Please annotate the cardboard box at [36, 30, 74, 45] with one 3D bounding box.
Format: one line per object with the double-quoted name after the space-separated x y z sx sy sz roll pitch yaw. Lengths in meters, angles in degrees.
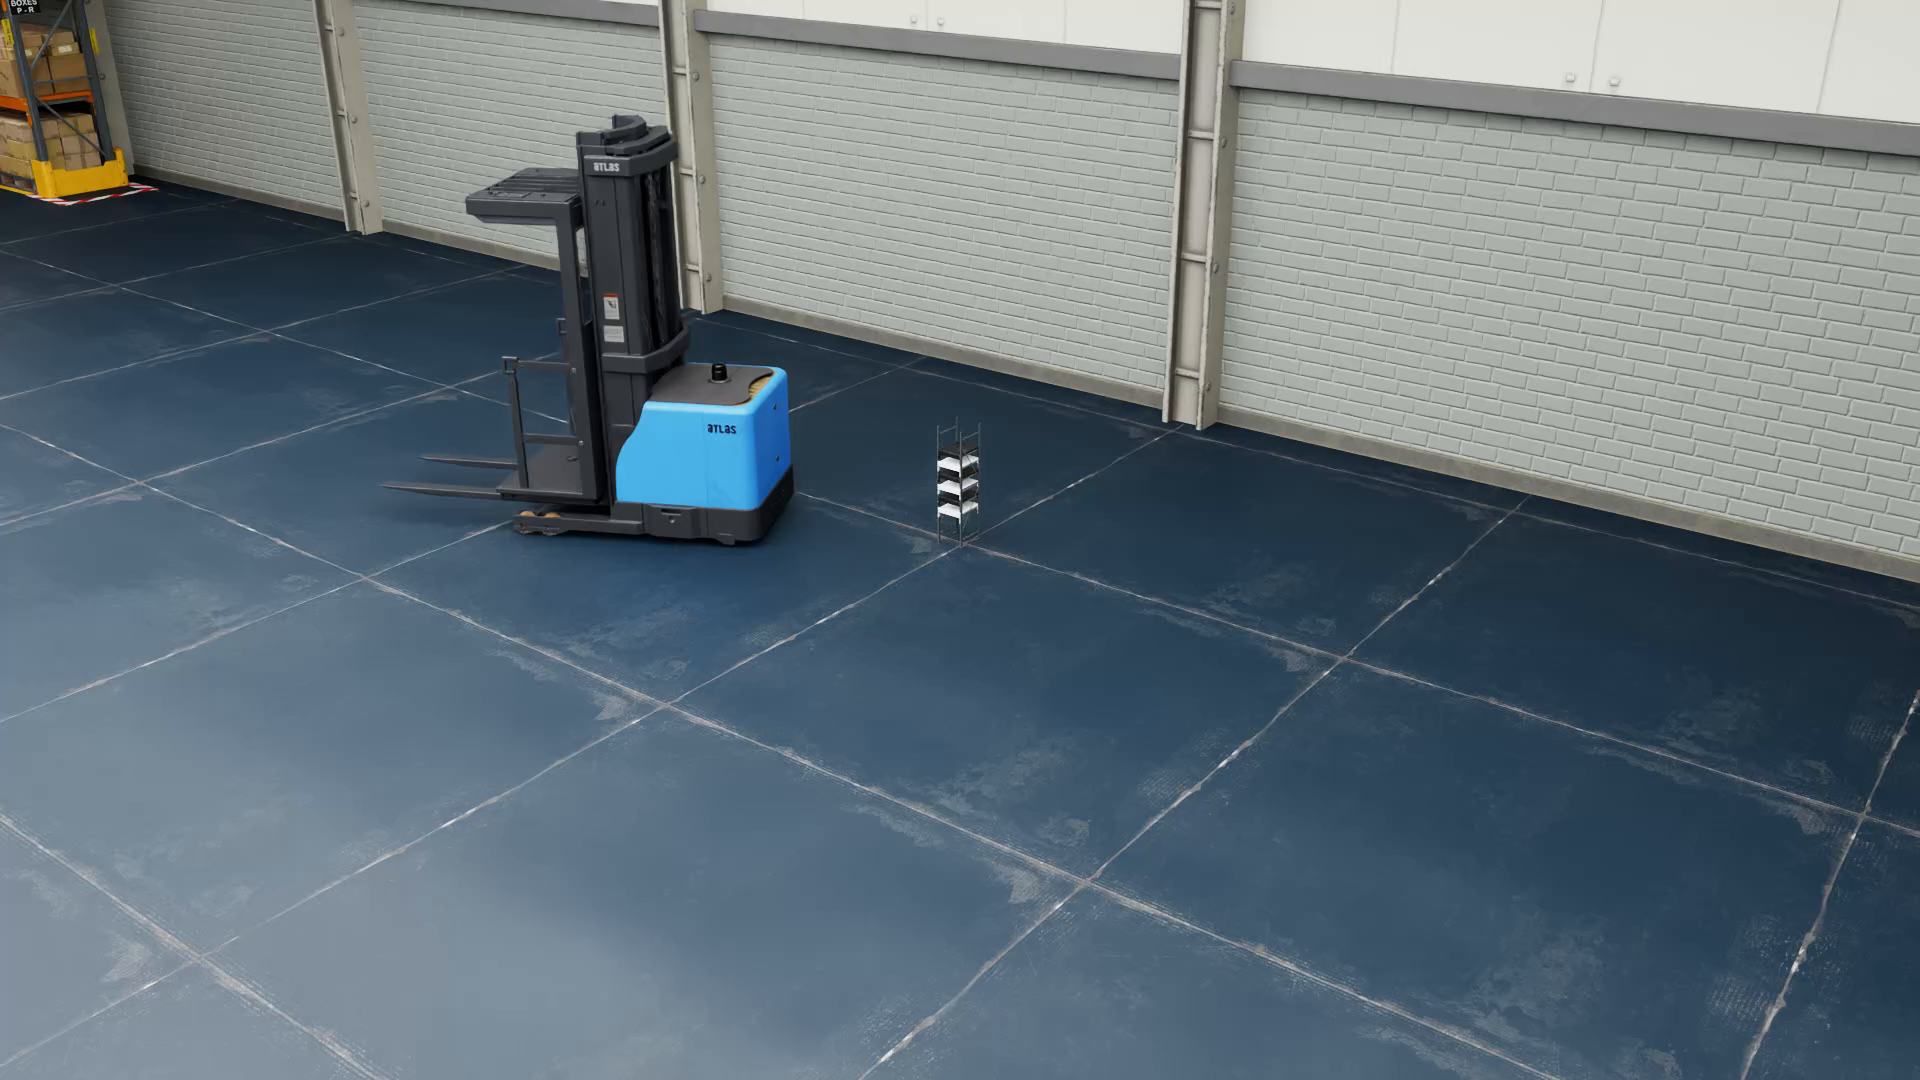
-12.505 -6.941 22.987 0.250 0.149 0.380 16 28 32 "cardboard box"

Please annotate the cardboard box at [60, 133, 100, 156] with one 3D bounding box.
-12.616 -5.656 23.636 0.500 0.250 0.500 17 29 34 "cardboard box"

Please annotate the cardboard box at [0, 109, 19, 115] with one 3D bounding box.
-13.741 -5.955 23.695 0.500 0.250 0.500 17 29 34 "cardboard box"

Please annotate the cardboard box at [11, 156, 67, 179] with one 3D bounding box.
-12.929 -5.258 23.353 0.500 0.250 0.500 17 29 34 "cardboard box"

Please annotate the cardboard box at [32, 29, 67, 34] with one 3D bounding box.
-12.680 -7.026 23.179 0.250 0.149 0.380 18 29 35 "cardboard box"

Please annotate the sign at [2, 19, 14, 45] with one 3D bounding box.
-12.700 -6.779 22.186 0.005 0.325 0.100 17 29 33 "sign"

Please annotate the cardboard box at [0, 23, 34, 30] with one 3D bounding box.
-13.479 -7.291 23.779 0.250 0.149 0.380 16 28 32 "cardboard box"

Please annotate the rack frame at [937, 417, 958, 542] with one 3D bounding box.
-0.088 -0.438 12.129 0.006 0.900 0.240 17 29 33 "rack frame"

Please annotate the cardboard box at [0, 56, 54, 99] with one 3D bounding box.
-12.915 -6.393 22.915 0.500 0.500 0.500 16 28 32 "cardboard box"

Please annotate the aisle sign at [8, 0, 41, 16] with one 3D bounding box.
-12.488 -7.392 22.082 0.004 0.787 0.394 17 29 33 "aisle sign"

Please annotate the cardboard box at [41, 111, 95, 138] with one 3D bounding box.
-12.635 -5.881 23.528 0.500 0.250 0.500 16 29 33 "cardboard box"

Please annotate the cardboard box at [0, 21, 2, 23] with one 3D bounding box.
-13.939 -7.388 23.999 0.250 0.149 0.380 18 29 35 "cardboard box"

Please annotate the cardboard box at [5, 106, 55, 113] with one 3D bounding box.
-13.431 -6.125 24.081 0.500 0.250 0.500 17 29 33 "cardboard box"

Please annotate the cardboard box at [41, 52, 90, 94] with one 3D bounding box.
-12.594 -6.568 23.312 0.500 0.500 0.500 18 29 35 "cardboard box"

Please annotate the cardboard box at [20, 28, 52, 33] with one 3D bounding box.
-12.913 -7.075 23.290 0.250 0.149 0.380 17 29 34 "cardboard box"

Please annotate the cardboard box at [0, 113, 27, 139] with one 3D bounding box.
-13.332 -5.836 23.425 0.500 0.250 0.500 17 29 34 "cardboard box"

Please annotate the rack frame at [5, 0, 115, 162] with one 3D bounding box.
-12.364 -6.313 22.857 0.127 3.000 1.000 17 29 33 "rack frame"

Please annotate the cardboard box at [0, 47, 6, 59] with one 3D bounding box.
-13.032 -6.701 22.810 0.250 0.149 0.380 17 29 34 "cardboard box"

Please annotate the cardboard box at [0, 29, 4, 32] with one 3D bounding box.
-13.373 -6.998 23.116 0.250 0.149 0.380 17 29 34 "cardboard box"

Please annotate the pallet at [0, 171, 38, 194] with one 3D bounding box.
-13.001 -5.208 23.808 1.213 0.211 1.003 17 29 33 "pallet"

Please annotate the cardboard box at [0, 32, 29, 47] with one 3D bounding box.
-12.993 -6.860 22.801 0.250 0.149 0.380 17 29 33 "cardboard box"

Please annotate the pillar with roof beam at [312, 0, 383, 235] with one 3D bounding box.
-10.161 -6.677 16.244 0.400 9.000 9.100 17 29 33 "pillar with roof beam"

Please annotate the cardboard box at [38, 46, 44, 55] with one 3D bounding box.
-12.715 -6.860 23.171 0.250 0.149 0.380 17 29 33 "cardboard box"

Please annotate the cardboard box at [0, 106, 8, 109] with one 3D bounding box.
-13.837 -6.252 24.368 0.500 0.250 0.500 16 28 32 "cardboard box"

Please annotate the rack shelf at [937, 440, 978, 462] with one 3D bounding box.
-0.006 -0.630 11.978 0.200 0.077 0.258 17 29 33 "rack shelf"

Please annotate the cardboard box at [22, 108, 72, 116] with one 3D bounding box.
-13.037 -6.001 23.799 0.500 0.250 0.500 17 29 33 "cardboard box"

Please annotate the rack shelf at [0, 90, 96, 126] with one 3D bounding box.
-13.964 -6.467 24.100 4.000 0.370 1.077 17 29 33 "rack shelf"

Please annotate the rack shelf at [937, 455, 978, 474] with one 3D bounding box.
-0.006 -0.548 12.014 0.200 0.077 0.258 17 29 33 "rack shelf"

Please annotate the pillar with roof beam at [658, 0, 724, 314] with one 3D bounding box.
-5.360 -5.226 12.951 0.400 9.000 9.100 17 29 33 "pillar with roof beam"

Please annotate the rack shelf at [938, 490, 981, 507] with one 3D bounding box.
-0.006 -0.301 12.123 0.200 0.077 0.258 17 29 33 "rack shelf"

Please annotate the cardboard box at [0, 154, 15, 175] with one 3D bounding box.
-13.322 -5.382 23.633 0.500 0.250 0.500 17 29 33 "cardboard box"

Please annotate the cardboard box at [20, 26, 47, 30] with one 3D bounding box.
-13.103 -7.140 23.436 0.250 0.149 0.380 17 29 34 "cardboard box"

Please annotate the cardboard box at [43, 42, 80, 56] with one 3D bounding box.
-12.480 -6.821 23.082 0.250 0.149 0.380 16 28 32 "cardboard box"

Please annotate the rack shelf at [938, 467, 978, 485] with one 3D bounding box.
-0.006 -0.466 12.050 0.200 0.077 0.258 17 29 33 "rack shelf"

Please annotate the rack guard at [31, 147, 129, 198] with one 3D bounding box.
-12.345 -5.163 23.348 0.348 0.500 1.175 17 29 33 "rack guard"

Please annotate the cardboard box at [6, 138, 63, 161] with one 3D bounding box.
-12.941 -5.492 23.264 0.500 0.250 0.500 16 29 33 "cardboard box"

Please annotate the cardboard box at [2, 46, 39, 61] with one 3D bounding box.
-12.809 -6.649 22.691 0.250 0.149 0.380 17 29 34 "cardboard box"

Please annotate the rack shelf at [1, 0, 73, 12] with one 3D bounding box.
-13.964 -7.840 23.495 4.000 0.370 1.077 17 29 33 "rack shelf"

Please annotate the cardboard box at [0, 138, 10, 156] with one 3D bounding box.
-13.336 -5.617 23.547 0.500 0.250 0.500 16 29 33 "cardboard box"

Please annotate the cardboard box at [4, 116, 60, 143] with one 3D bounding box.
-12.919 -5.715 23.149 0.500 0.250 0.500 18 29 35 "cardboard box"

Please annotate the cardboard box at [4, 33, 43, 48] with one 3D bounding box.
-12.777 -6.810 22.688 0.250 0.149 0.380 17 29 33 "cardboard box"

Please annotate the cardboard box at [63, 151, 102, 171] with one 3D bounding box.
-12.640 -5.428 23.739 0.500 0.250 0.500 17 29 34 "cardboard box"

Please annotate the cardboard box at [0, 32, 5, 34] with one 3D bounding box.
-13.219 -6.914 22.925 0.250 0.149 0.380 18 29 34 "cardboard box"

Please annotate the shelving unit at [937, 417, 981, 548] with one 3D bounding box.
-0.006 -0.414 12.073 0.210 0.900 0.258 17 29 33 "shelving unit"

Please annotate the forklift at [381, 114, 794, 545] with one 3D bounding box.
-2.855 -1.576 12.193 3.031 2.935 1.130 4 24 9 "forklift"

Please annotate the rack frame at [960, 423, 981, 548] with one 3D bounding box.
0.075 -0.389 12.017 0.006 0.900 0.240 17 29 33 "rack frame"

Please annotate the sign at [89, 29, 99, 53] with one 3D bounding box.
-12.026 -6.923 23.070 0.005 0.325 0.100 17 29 33 "sign"

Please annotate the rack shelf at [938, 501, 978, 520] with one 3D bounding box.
-0.006 -0.219 12.159 0.200 0.077 0.258 17 29 33 "rack shelf"

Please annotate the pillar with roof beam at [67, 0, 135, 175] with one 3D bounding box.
-14.962 -8.128 19.537 0.400 9.000 9.100 17 29 33 "pillar with roof beam"

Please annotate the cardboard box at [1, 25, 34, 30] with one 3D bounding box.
-13.328 -7.195 23.563 0.250 0.149 0.380 18 29 35 "cardboard box"

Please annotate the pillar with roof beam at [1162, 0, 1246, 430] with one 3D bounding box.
-0.559 -3.775 9.658 0.400 9.000 9.100 17 29 33 "pillar with roof beam"

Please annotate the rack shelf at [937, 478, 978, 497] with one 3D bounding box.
-0.006 -0.383 12.086 0.200 0.077 0.258 17 29 33 "rack shelf"

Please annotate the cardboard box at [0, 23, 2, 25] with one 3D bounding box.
-13.725 -7.325 23.857 0.250 0.149 0.380 17 29 34 "cardboard box"
